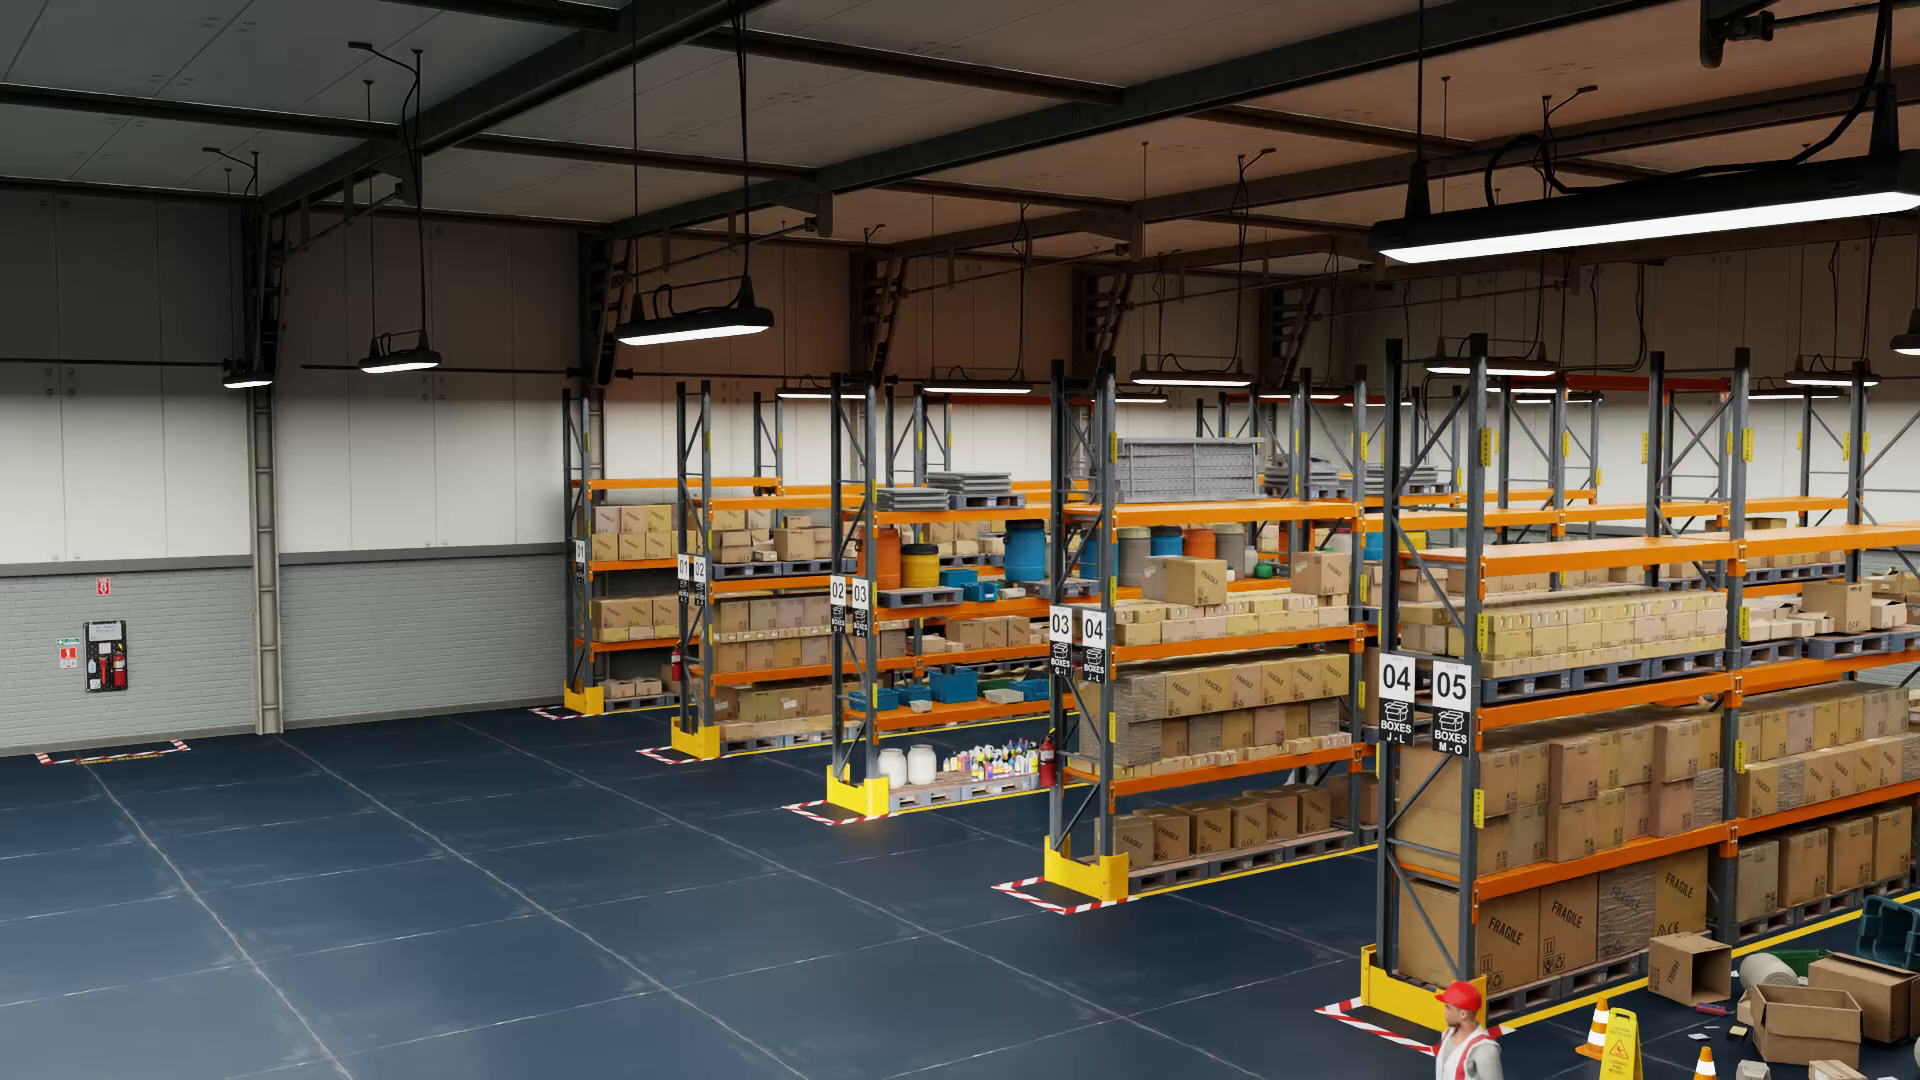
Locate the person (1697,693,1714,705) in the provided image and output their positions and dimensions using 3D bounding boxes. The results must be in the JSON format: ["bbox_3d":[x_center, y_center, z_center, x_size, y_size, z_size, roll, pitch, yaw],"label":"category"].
[{"bbox_3d":[10.173,2.880,22.845,1.007,1.587,0.574,-2,4,-29],"label":"person"}]

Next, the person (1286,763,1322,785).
[{"bbox_3d":[4.777,2.852,22.911,0.608,1.692,0.777,3,5,43],"label":"person"}]

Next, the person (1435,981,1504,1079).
[{"bbox_3d":[2.988,3.617,10.199,0.639,1.791,0.623,-1,4,-8],"label":"person"}]
